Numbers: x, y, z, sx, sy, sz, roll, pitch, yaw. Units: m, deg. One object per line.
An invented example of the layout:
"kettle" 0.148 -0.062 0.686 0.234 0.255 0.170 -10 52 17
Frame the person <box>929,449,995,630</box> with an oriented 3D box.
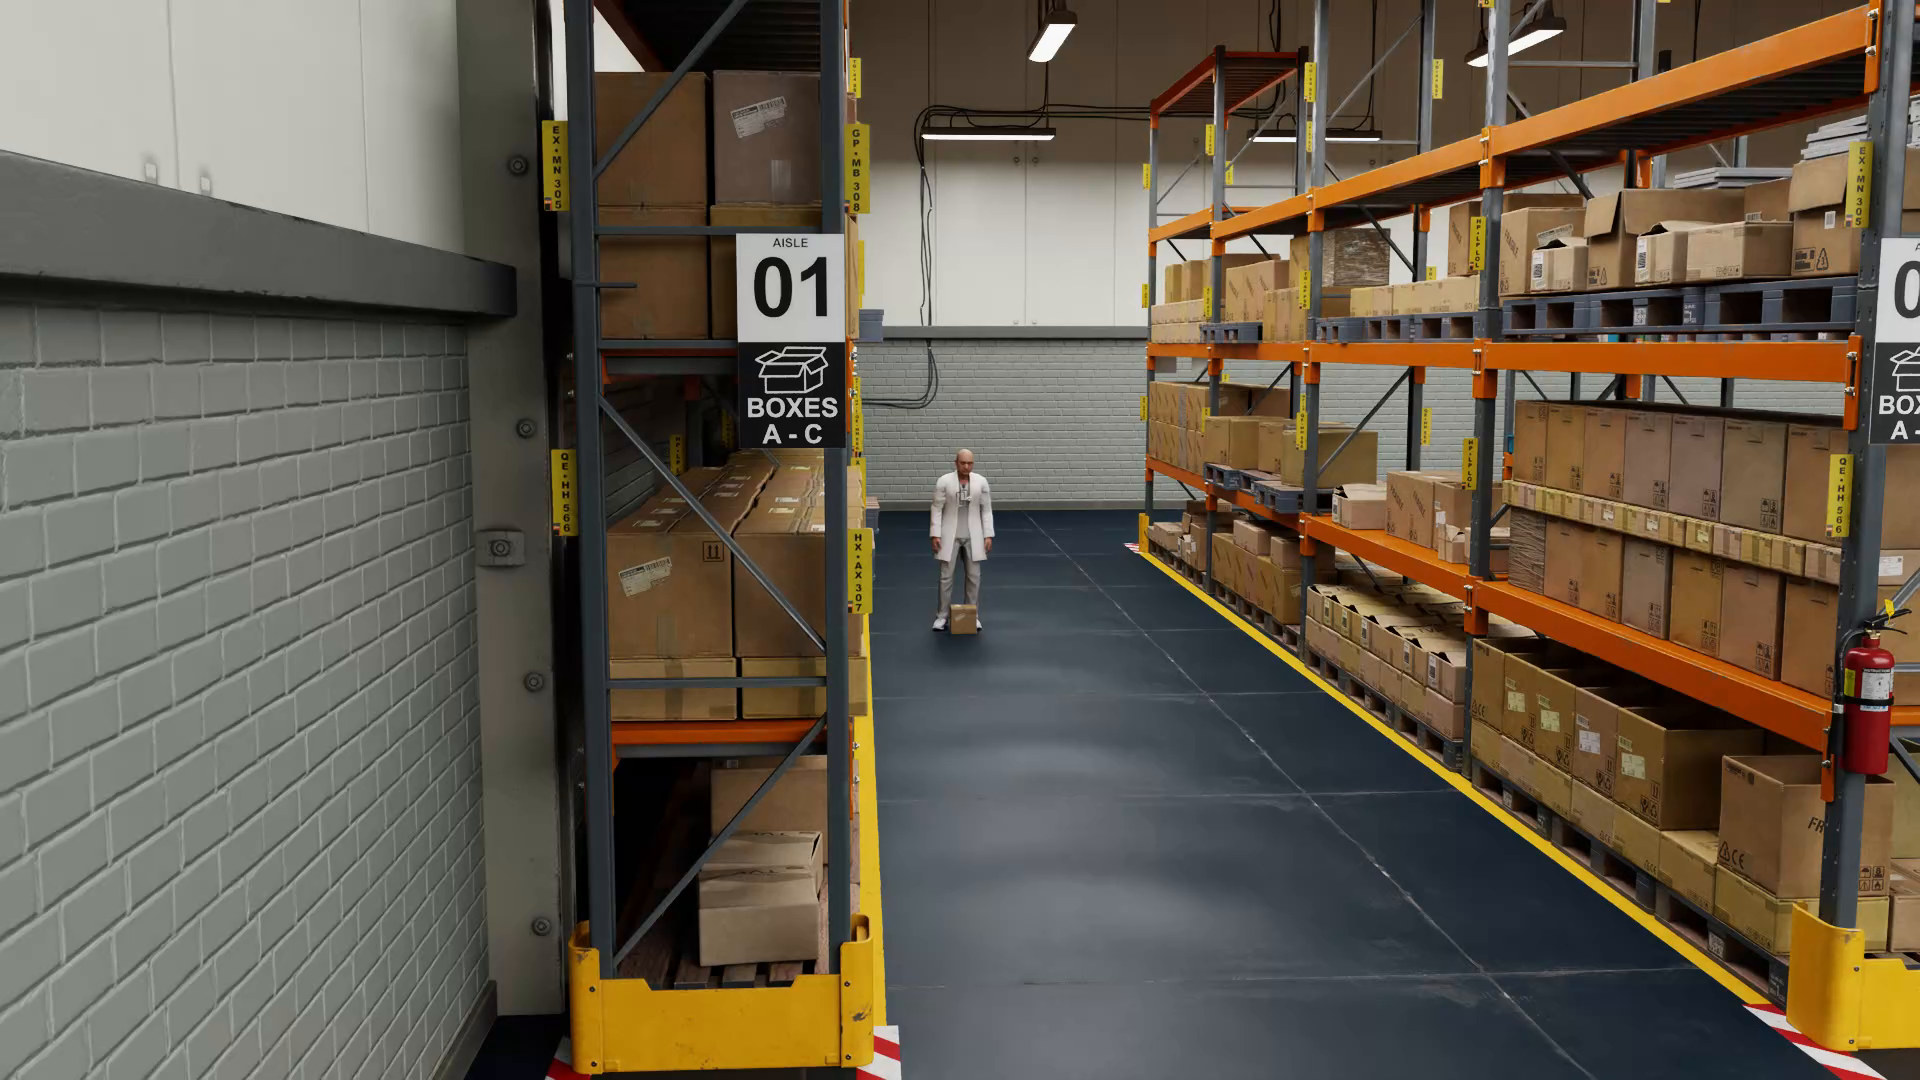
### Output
"person" 0.021 -0.012 16.405 0.652 1.773 0.426 -1 7 -7
